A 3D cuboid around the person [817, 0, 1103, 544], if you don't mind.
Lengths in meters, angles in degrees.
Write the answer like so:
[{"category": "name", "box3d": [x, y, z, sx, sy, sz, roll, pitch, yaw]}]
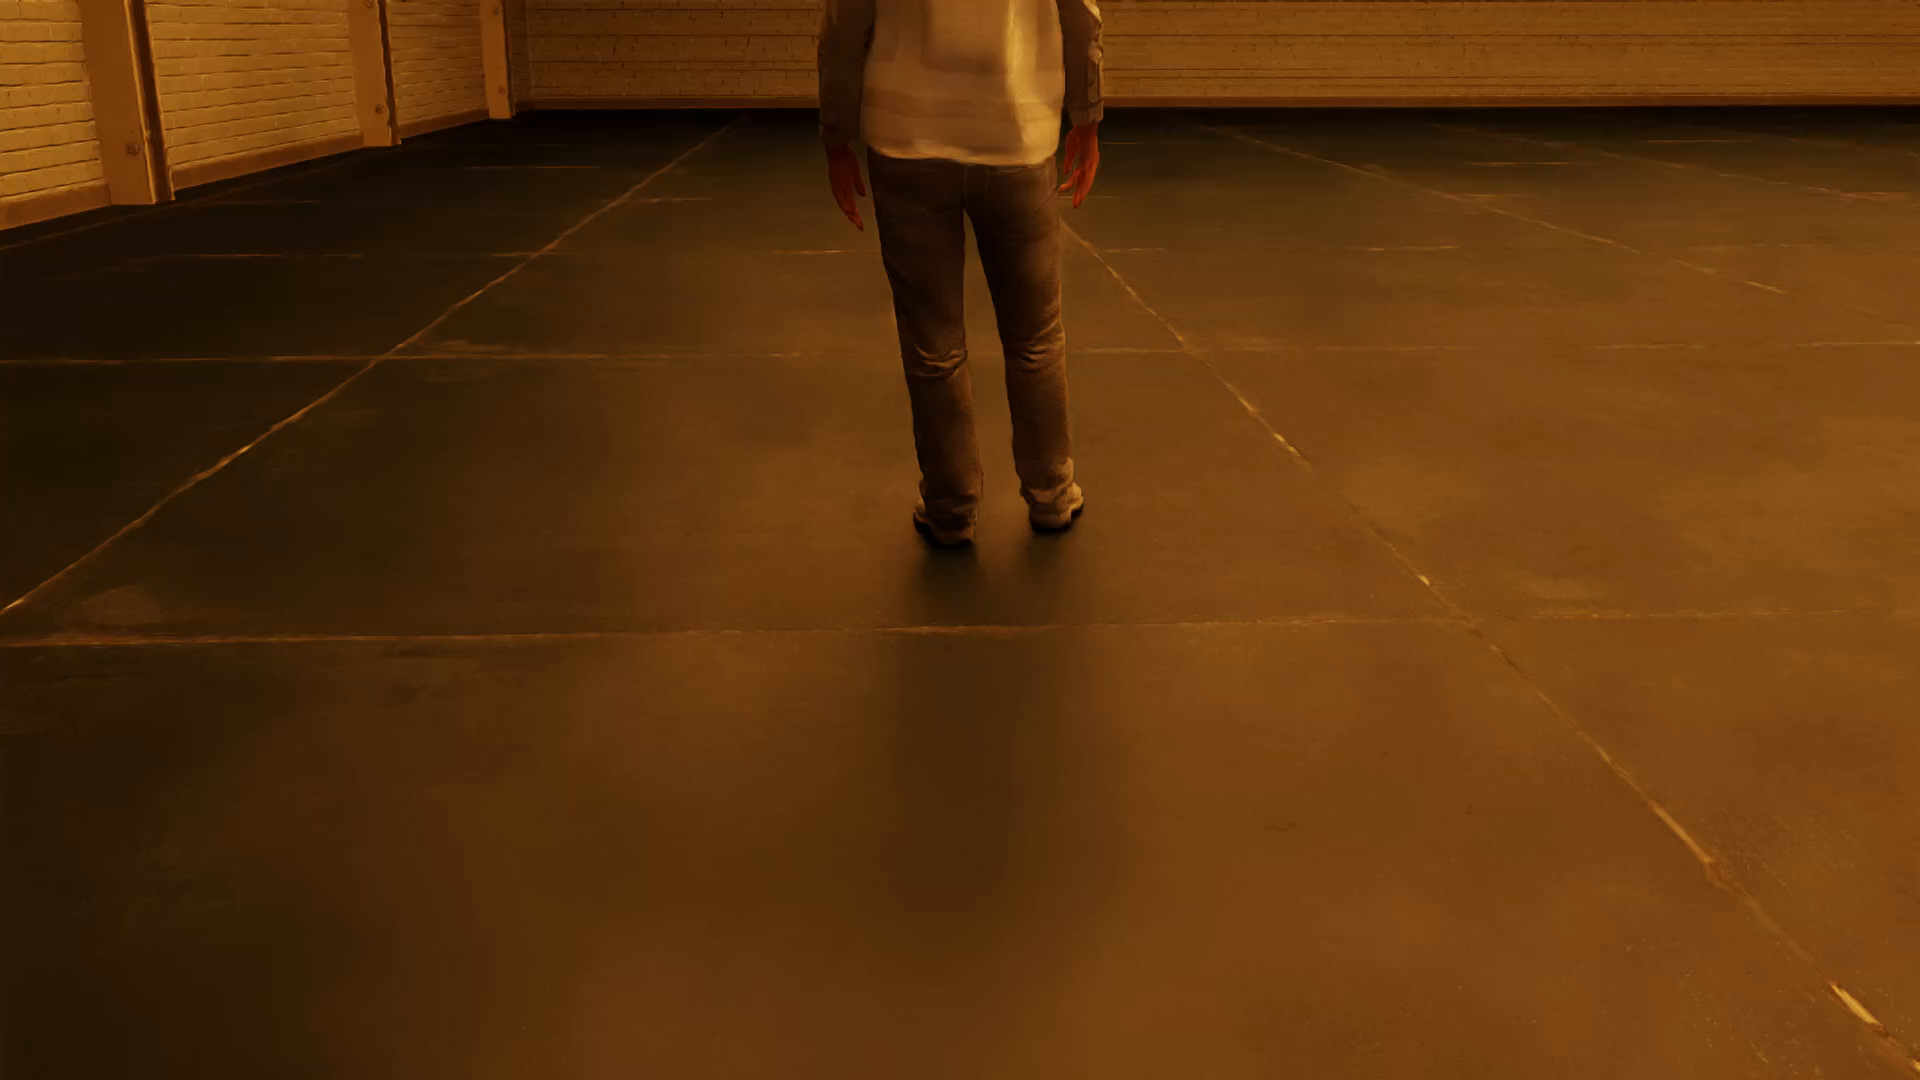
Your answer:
[{"category": "person", "box3d": [0.005, -0.873, 3.717, 0.632, 1.773, 0.567, -1, 17, -3]}]
